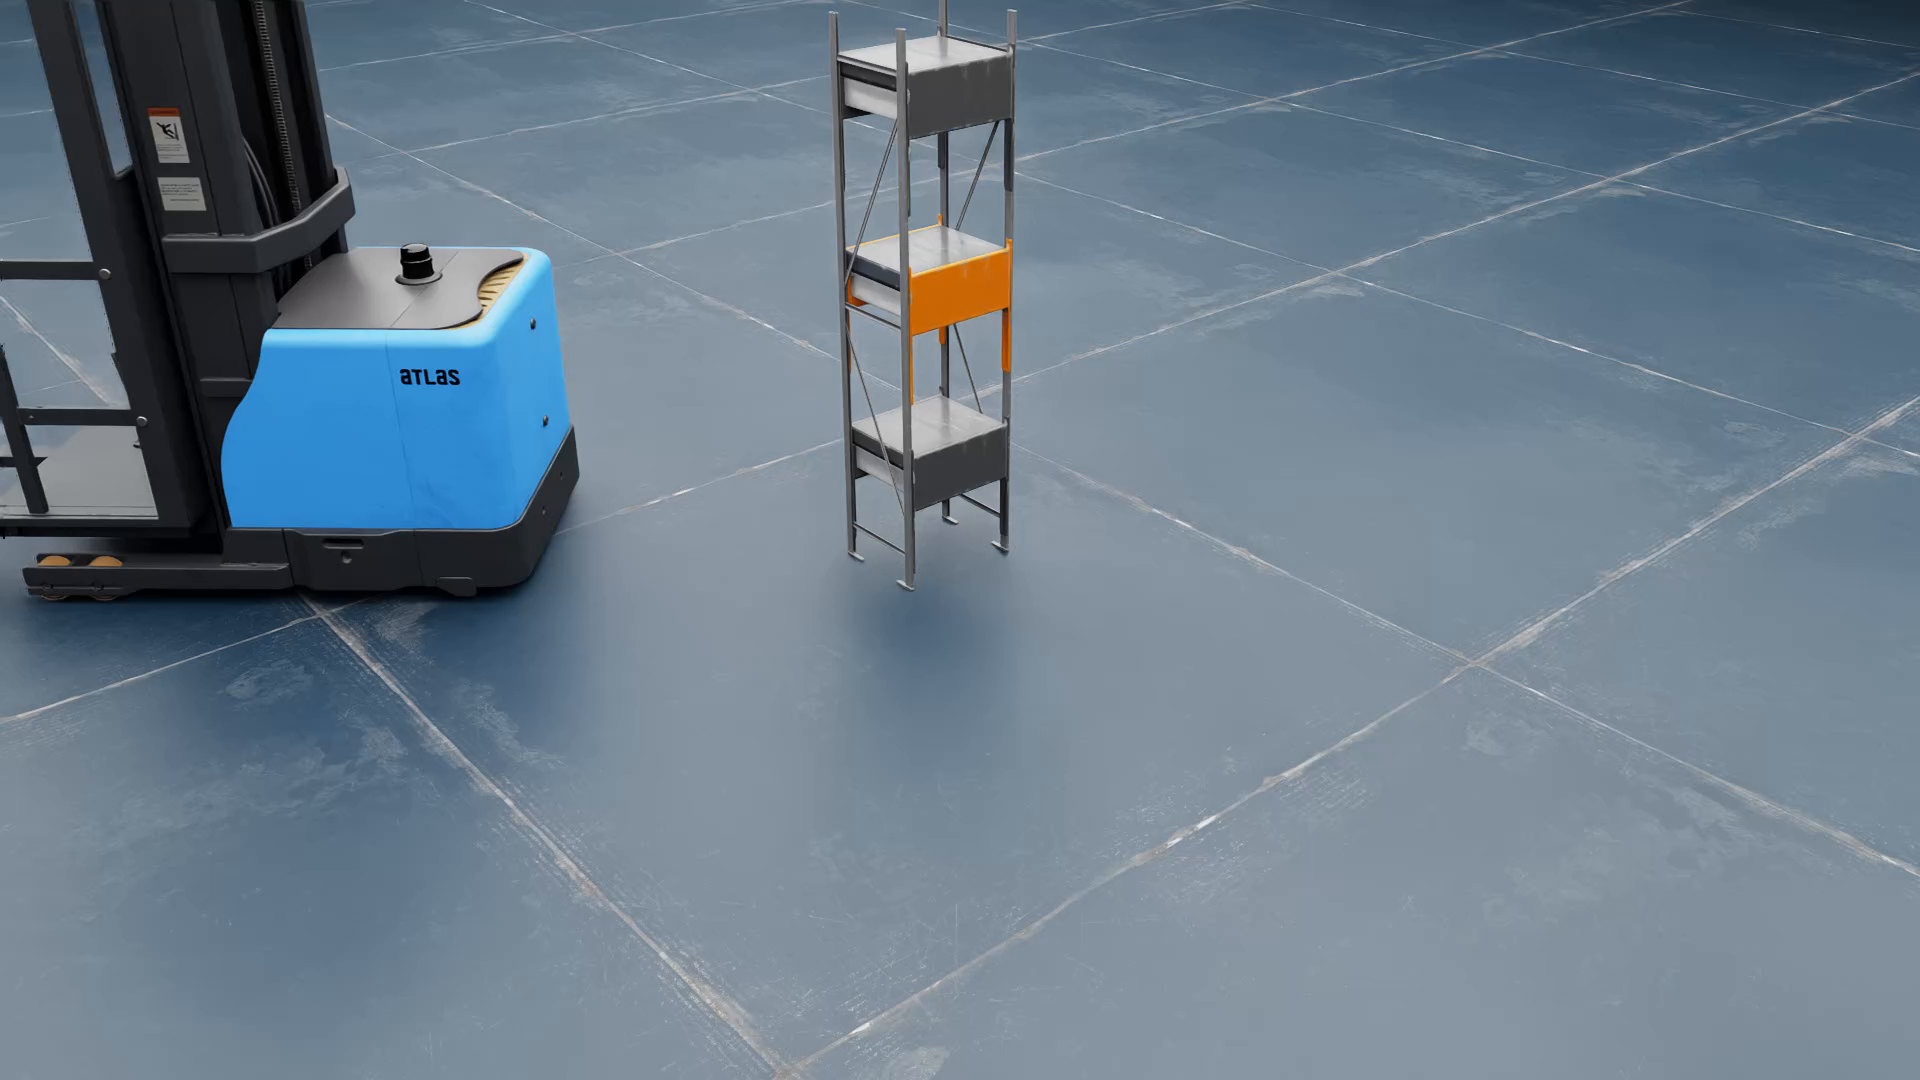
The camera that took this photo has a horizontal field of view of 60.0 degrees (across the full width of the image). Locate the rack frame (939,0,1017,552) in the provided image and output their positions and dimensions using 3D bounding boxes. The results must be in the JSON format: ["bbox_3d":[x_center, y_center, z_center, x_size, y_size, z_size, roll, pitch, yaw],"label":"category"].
[{"bbox_3d":[0.060,-0.950,6.300,0.015,2.100,0.400,-22,35,-35],"label":"rack frame"}]

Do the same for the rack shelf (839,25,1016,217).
[{"bbox_3d":[-0.126,-1.481,5.837,0.480,0.518,0.431,-22,35,-35],"label":"rack shelf"}]

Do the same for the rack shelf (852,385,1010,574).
[{"bbox_3d":[-0.126,-0.246,6.497,0.480,0.518,0.431,-22,35,-35],"label":"rack shelf"}]

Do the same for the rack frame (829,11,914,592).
[{"bbox_3d":[-0.312,-0.801,6.021,0.015,2.100,0.400,-22,35,-35],"label":"rack frame"}]

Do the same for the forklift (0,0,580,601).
[{"bbox_3d":[-3.147,-1.310,6.092,3.031,2.935,1.130,0,28,1],"label":"forklift"}]

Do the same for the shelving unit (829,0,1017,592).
[{"bbox_3d":[-0.126,-0.875,6.160,0.503,2.100,0.431,-22,35,-35],"label":"shelving unit"}]

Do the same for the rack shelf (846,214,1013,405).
[{"bbox_3d":[-0.126,-0.863,6.167,0.480,0.518,0.431,-22,35,-35],"label":"rack shelf"}]
